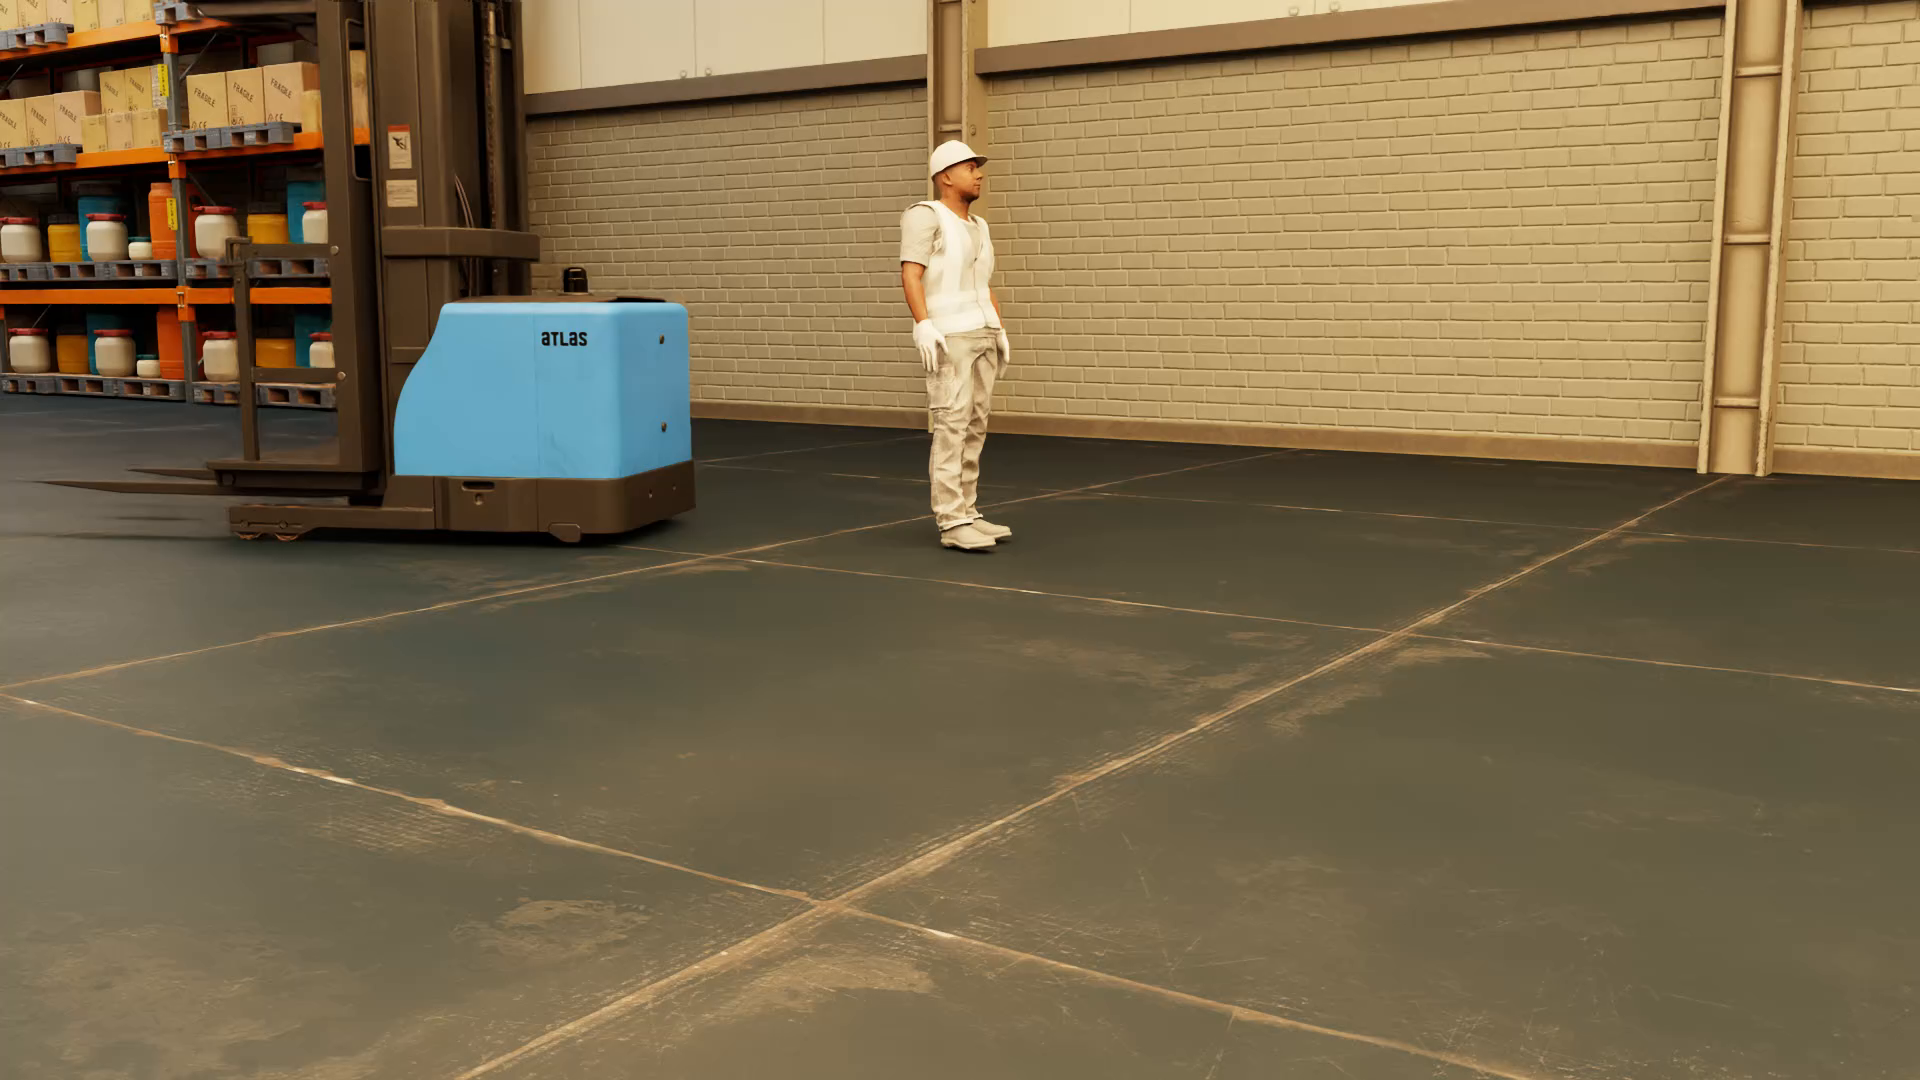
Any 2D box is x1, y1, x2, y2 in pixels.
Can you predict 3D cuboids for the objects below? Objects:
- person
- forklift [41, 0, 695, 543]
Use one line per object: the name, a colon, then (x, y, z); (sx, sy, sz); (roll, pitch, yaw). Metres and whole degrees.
person: (0.056, -0.883, 7.431); (0.575, 1.784, 0.656); (5, 10, 34)
forklift: (-2.873, -1.517, 7.857); (3.031, 2.935, 1.130); (2, 8, 11)
